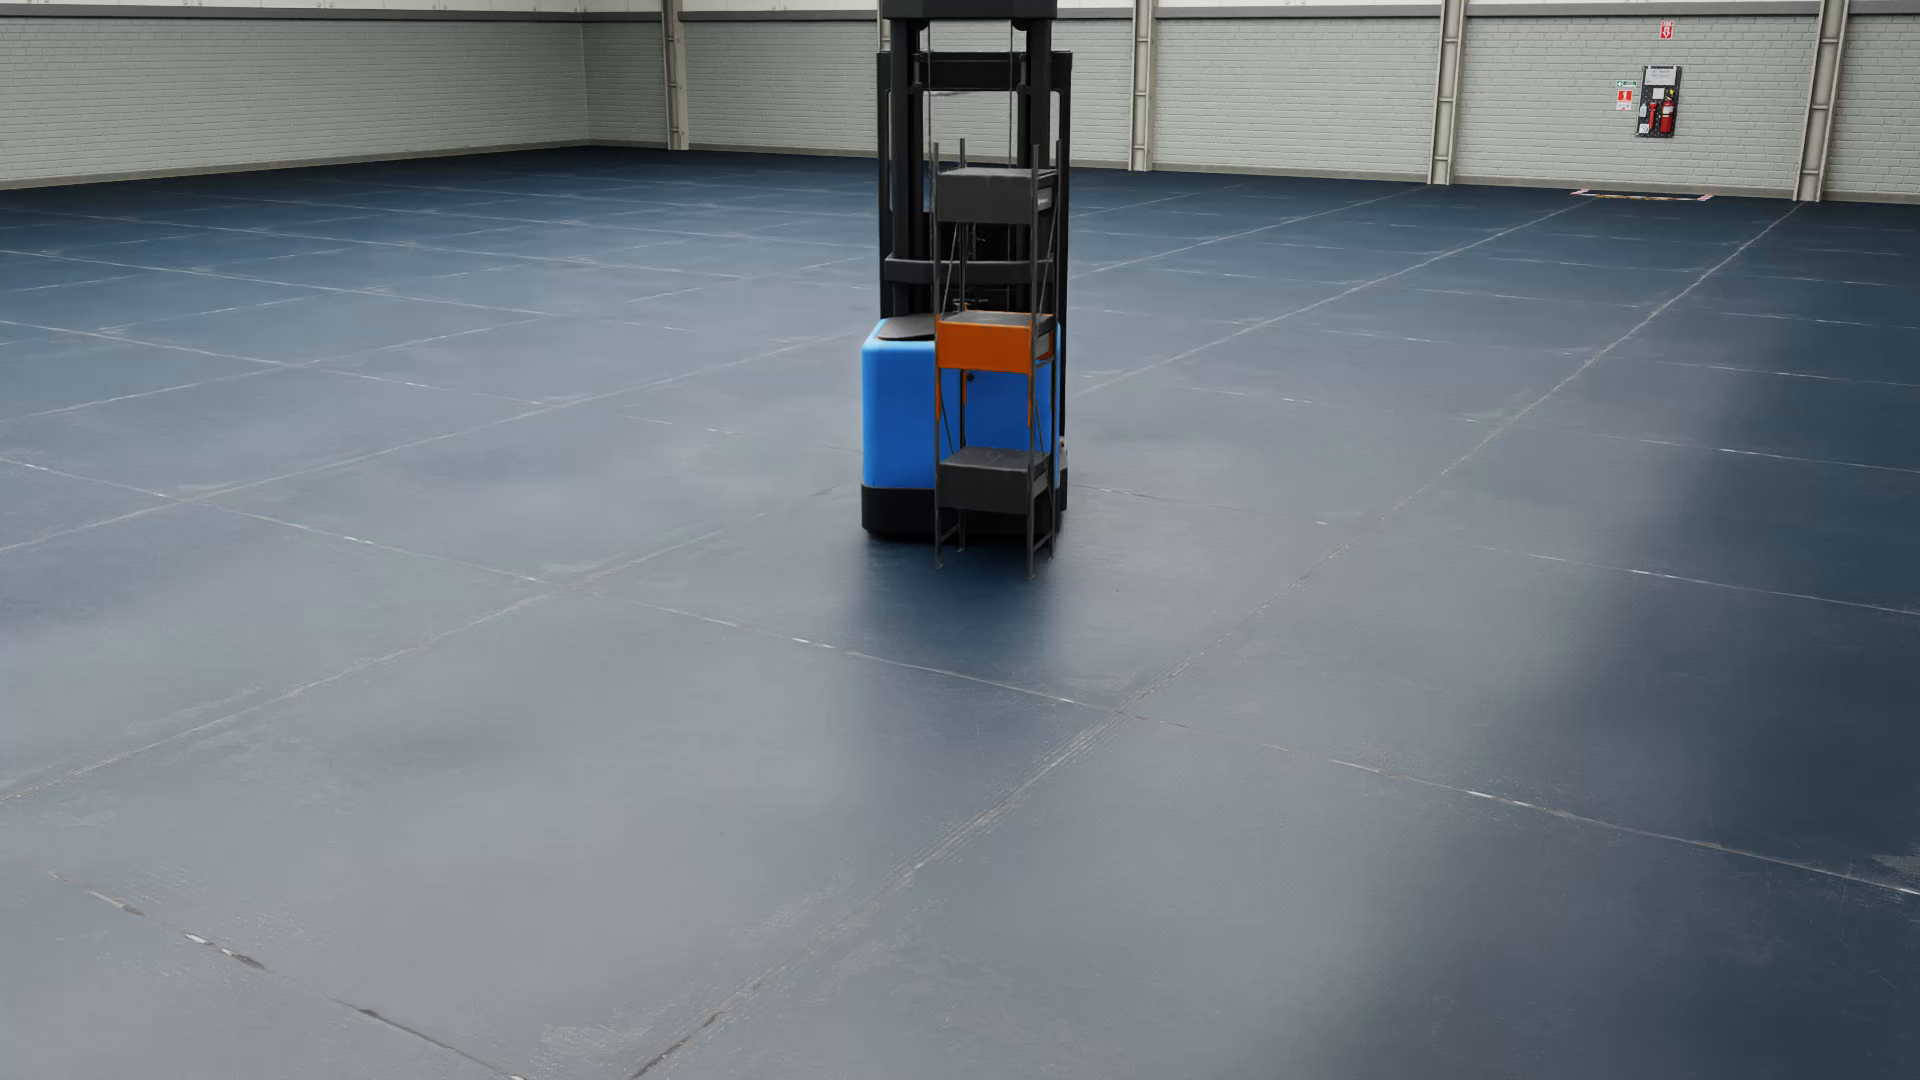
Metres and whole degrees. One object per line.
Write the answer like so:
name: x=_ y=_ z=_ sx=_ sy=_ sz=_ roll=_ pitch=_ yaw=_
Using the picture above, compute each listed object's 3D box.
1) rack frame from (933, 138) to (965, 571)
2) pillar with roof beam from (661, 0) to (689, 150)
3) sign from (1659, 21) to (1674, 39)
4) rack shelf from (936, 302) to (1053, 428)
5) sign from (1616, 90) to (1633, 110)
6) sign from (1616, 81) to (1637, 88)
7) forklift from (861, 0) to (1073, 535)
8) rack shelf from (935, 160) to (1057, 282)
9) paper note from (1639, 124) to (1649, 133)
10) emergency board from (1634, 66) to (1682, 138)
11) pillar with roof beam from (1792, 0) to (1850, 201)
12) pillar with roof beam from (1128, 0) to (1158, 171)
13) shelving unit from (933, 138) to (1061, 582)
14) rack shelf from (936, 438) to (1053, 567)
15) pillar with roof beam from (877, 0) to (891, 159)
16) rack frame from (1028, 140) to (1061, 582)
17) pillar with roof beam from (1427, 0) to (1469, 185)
rack frame: x=-0.050 y=-0.903 z=8.240 sx=0.015 sy=2.100 sz=0.400 roll=6 pitch=18 yaw=19
pillar with roof beam: x=-8.877 y=-12.439 z=34.349 sx=0.400 sy=9.000 sz=9.100 roll=10 pitch=20 yaw=30
sign: x=11.786 y=-8.505 z=27.730 sx=0.199 sy=0.298 sz=0.001 roll=10 pitch=20 yaw=30
rack shelf: x=0.180 y=-0.866 z=8.166 sx=0.480 sy=0.518 sz=0.431 roll=6 pitch=18 yaw=19
sign: x=11.324 y=-7.496 z=28.338 sx=0.234 sy=0.329 sz=0.001 roll=10 pitch=20 yaw=30
sign: x=11.323 y=-7.747 z=28.251 sx=0.331 sy=0.109 sz=0.001 roll=10 pitch=20 yaw=30
forklift: x=0.096 y=-1.808 z=9.789 sx=1.130 sy=2.935 sz=3.031 roll=1 pitch=17 yaw=4
rack shelf: x=0.180 y=-1.536 z=7.962 sx=0.480 sy=0.518 sz=0.431 roll=6 pitch=18 yaw=19
paper note: x=11.626 y=-6.992 z=28.255 sx=0.142 sy=0.148 sz=0.016 roll=10 pitch=20 yaw=30
emergency board: x=11.741 y=-7.370 z=27.982 sx=0.643 sy=1.169 sz=0.194 roll=10 pitch=20 yaw=30
pillar with roof beam: x=11.574 y=-8.789 z=22.332 sx=0.400 sy=9.000 sz=9.100 roll=10 pitch=20 yaw=30
pillar with roof beam: x=1.348 y=-10.614 z=28.340 sx=0.400 sy=9.000 sz=9.100 roll=10 pitch=20 yaw=30
shelving unit: x=0.180 y=-0.879 z=8.162 sx=0.503 sy=2.100 sz=0.431 roll=6 pitch=18 yaw=19
rack shelf: x=0.180 y=-0.196 z=8.369 sx=0.480 sy=0.518 sz=0.431 roll=6 pitch=18 yaw=19
pillar with roof beam: x=-3.764 y=-11.527 z=31.345 sx=0.400 sy=9.000 sz=9.100 roll=10 pitch=20 yaw=30
rack frame: x=0.409 y=-0.855 z=8.083 sx=0.015 sy=2.100 sz=0.400 roll=6 pitch=18 yaw=19
pillar with roof beam: x=6.461 y=-9.701 z=25.336 sx=0.400 sy=9.000 sz=9.100 roll=10 pitch=20 yaw=30
